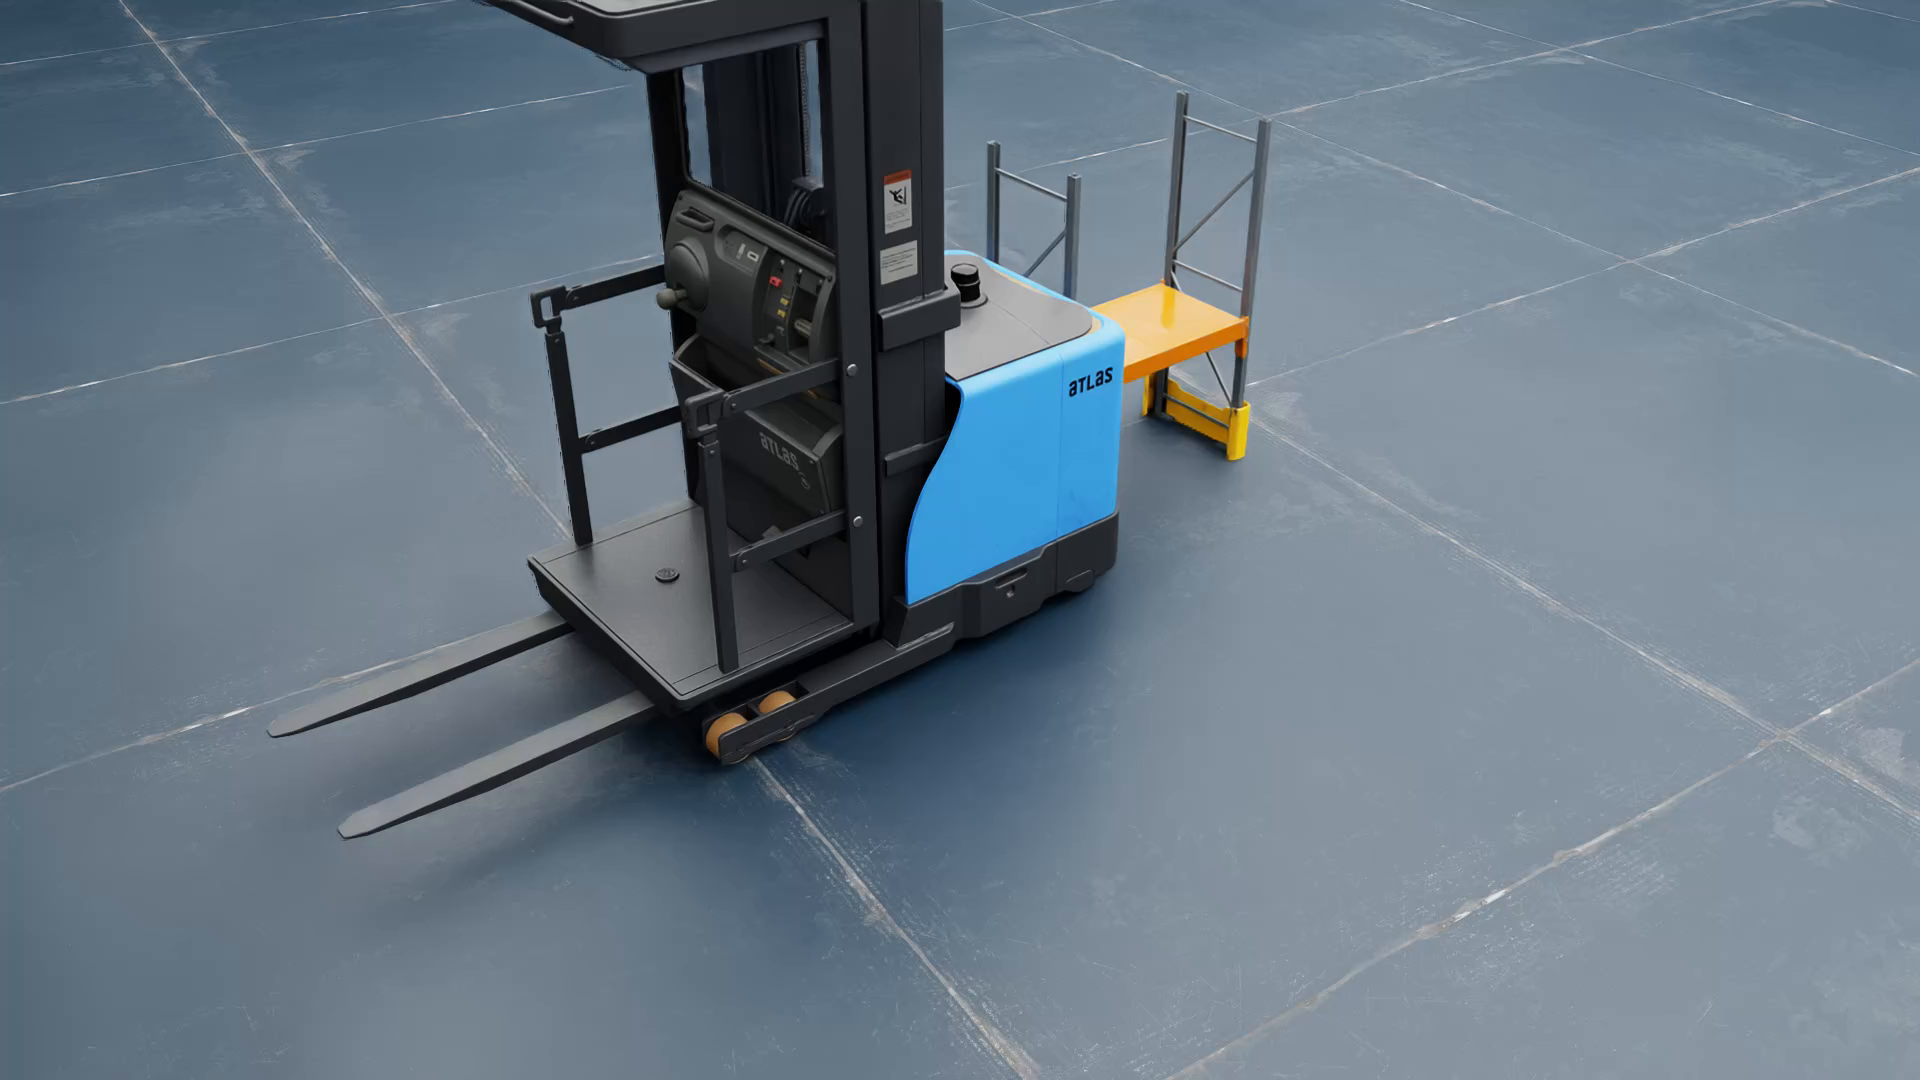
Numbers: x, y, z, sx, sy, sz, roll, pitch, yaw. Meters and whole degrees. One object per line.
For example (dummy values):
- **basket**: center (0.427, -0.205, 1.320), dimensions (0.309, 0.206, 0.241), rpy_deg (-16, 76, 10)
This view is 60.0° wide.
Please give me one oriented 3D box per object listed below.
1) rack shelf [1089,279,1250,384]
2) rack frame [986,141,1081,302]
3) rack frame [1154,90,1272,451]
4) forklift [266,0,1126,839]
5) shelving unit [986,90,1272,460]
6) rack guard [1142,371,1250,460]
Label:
- **rack shelf**: center (0.669, -0.801, 6.951), dimensions (1.000, 0.185, 0.538), rpy_deg (-23, 39, -32)
- **rack frame**: center (0.273, -0.783, 6.586), dimensions (0.032, 1.500, 0.500), rpy_deg (-23, 39, -32)
- **rack frame**: center (1.065, -1.123, 7.124), dimensions (0.032, 1.500, 0.500), rpy_deg (-23, 39, -32)
- **forklift**: center (-0.855, -0.810, 5.287), dimensions (3.031, 2.935, 1.130), rpy_deg (-23, 39, -32)
- **shelving unit**: center (0.662, -0.950, 6.850), dimensions (1.083, 1.500, 0.587), rpy_deg (-23, 39, -32)
- **rack guard**: center (1.050, -0.588, 7.447), dimensions (0.087, 0.250, 0.587), rpy_deg (-23, 39, -32)
